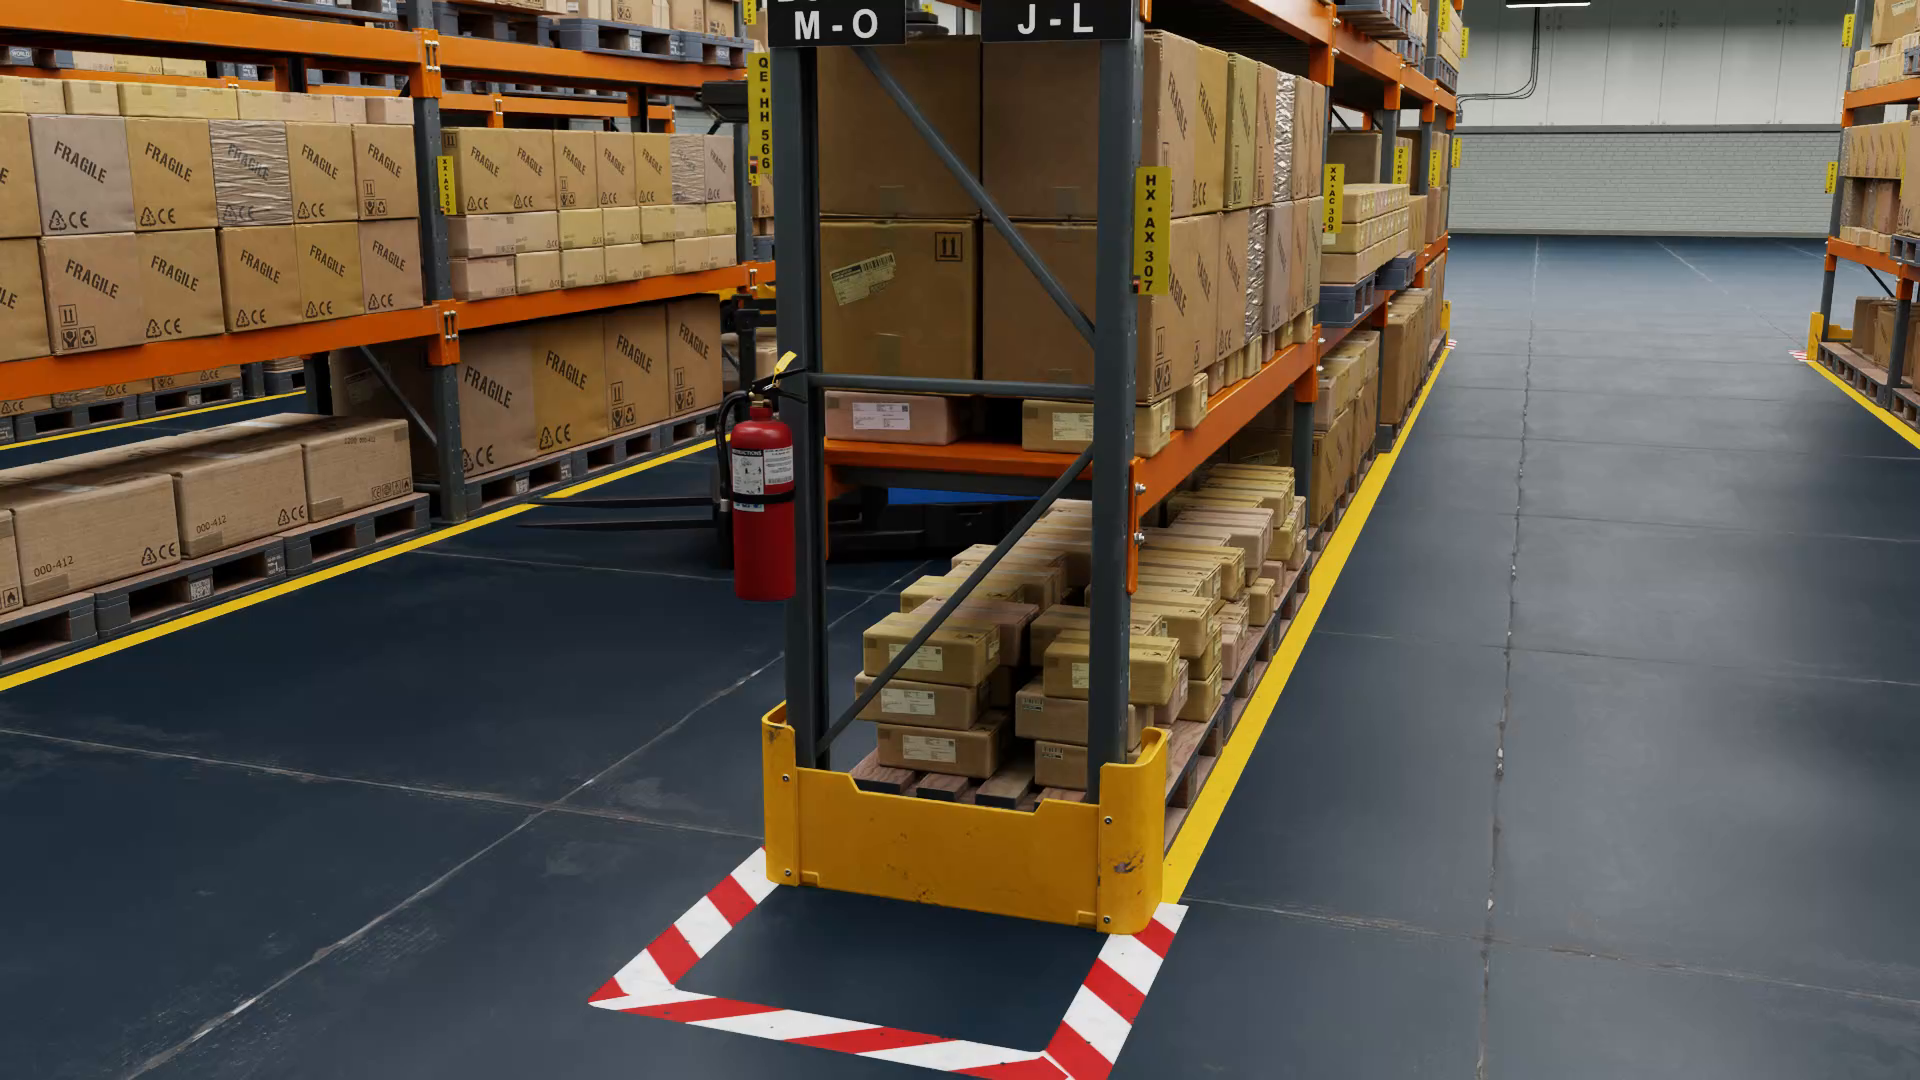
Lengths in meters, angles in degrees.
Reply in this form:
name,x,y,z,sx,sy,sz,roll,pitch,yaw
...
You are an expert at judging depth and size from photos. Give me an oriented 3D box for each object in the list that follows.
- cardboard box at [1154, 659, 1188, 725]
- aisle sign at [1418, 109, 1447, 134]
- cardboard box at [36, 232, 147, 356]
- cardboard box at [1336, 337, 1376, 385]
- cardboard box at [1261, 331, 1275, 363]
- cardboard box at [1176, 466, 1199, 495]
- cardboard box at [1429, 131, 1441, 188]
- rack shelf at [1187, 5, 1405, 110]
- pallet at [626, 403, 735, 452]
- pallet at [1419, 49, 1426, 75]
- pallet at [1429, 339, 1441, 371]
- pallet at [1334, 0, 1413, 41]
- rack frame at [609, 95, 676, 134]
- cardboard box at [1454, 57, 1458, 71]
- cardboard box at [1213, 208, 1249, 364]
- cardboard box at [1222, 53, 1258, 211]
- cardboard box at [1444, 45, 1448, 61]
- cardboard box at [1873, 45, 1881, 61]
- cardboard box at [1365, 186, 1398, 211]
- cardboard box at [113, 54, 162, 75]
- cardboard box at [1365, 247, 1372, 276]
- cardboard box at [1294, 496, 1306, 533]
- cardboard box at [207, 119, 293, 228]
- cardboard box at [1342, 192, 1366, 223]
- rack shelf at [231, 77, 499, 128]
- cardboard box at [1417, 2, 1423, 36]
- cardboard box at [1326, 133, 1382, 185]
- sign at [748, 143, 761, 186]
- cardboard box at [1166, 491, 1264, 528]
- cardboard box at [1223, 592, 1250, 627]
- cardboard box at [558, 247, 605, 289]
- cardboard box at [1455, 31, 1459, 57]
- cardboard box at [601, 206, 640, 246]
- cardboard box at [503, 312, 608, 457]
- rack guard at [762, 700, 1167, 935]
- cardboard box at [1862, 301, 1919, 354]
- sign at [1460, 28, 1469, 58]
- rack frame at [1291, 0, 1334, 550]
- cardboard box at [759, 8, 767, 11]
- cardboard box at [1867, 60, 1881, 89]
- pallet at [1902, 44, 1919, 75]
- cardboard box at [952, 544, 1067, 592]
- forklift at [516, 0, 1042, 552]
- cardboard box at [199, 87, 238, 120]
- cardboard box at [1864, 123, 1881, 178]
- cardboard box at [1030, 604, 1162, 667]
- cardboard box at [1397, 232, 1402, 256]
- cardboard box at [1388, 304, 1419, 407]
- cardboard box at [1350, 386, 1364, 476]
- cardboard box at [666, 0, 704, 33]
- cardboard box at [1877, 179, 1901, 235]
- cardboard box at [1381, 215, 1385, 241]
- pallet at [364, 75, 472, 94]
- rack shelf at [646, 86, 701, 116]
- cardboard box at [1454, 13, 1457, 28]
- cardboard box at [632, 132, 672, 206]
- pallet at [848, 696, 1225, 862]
name,x,y,z,sx,sy,sz,roll,pitch,yaw
cardboard box,0.534,0.479,5.443,0.380,0.149,0.250,4,14,18
aisle sign,5.464,-5.045,19.010,0.394,0.787,0.004,4,14,18
cardboard box,-3.991,-1.094,7.317,0.500,0.500,0.500,4,14,18
cardboard box,2.442,-1.182,10.913,0.500,0.250,0.500,5,14,19
cardboard box,1.114,-0.833,6.959,0.380,0.149,0.250,4,13,16
cardboard box,0.967,-0.305,8.210,0.380,0.149,0.250,5,14,21
cardboard box,4.387,-3.845,16.830,0.875,0.550,0.550,4,14,18
rack shelf,1.921,-2.791,9.850,1.077,0.370,4.000,4,14,18
pallet,-2.474,-0.915,13.023,1.003,0.211,1.213,4,14,18
pallet,3.613,-4.115,14.465,0.805,0.209,1.217,4,13,16
pallet,4.576,-1.995,17.755,1.003,0.211,1.213,4,14,18
pallet,1.907,-2.970,9.439,1.213,0.211,1.003,4,14,18
rack frame,-4.258,-4.476,22.359,1.000,3.000,0.127,4,14,18
cardboard box,5.205,-5.176,18.082,0.380,0.149,0.250,5,14,19
cardboard box,0.706,-0.901,5.801,0.500,0.500,0.500,5,14,19
cardboard box,0.723,-1.387,5.684,0.500,0.500,0.500,4,13,17
cardboard box,4.547,-4.748,16.203,0.380,0.149,0.250,4,13,18
cardboard box,9.131,-4.736,16.196,0.380,0.149,0.250,4,14,18
cardboard box,2.509,-2.122,10.326,0.380,0.149,0.250,4,14,18
cardboard box,-6.944,-3.950,13.648,0.500,0.250,0.500,4,14,19
cardboard box,2.006,-1.501,8.945,0.380,0.149,0.250,4,14,19
cardboard box,1.473,-0.129,8.105,0.380,0.149,0.250,5,14,20
cardboard box,-3.661,-1.796,8.144,0.500,0.500,0.500,5,14,19
cardboard box,1.837,-1.680,8.392,0.380,0.149,0.250,5,14,21
rack shelf,-6.199,-4.325,16.570,1.077,0.370,4.000,4,14,18
cardboard box,3.504,-4.230,13.570,0.500,0.311,0.500,4,13,16
cardboard box,2.723,-2.730,12.237,0.700,0.500,0.500,4,14,18
sign,-1.622,-2.960,13.116,0.100,0.325,0.005,4,14,18
cardboard box,1.129,-0.111,7.358,0.380,0.149,0.250,5,14,20
cardboard box,0.987,0.302,6.886,0.380,0.149,0.250,5,14,19
cardboard box,-2.703,-1.809,11.012,0.500,0.250,0.500,4,14,18
cardboard box,5.100,-5.344,17.919,0.500,0.250,0.500,4,14,19
cardboard box,-2.541,-2.159,11.419,0.500,0.250,0.500,4,13,17
cardboard box,-3.032,-1.089,11.349,0.875,0.875,0.875,5,14,20
rack guard,0.005,0.787,4.917,1.175,0.500,0.348,4,14,18
cardboard box,9.438,-2.134,16.769,0.500,0.500,0.500,9,15,33
sign,5.666,-5.598,18.721,0.100,0.325,0.005,4,14,18
rack frame,1.274,-1.258,8.258,1.000,3.000,0.127,4,14,18
cardboard box,-1.574,-4.915,15.812,0.500,0.250,0.500,4,13,17
cardboard box,9.092,-4.500,16.057,0.500,0.250,0.500,4,14,18
pallet,8.223,-3.813,13.132,1.213,0.211,1.003,4,14,18
cardboard box,0.189,0.127,6.318,0.380,0.149,0.250,5,14,20
forklift,-0.912,-1.413,9.094,3.031,2.935,1.130,-2,13,-9
cardboard box,-3.714,-2.093,7.988,0.380,0.149,0.250,4,13,17
cardboard box,8.897,-3.675,15.710,0.500,0.500,0.500,4,14,18
cardboard box,0.446,0.327,5.441,0.380,0.149,0.250,5,14,19
cardboard box,2.679,-1.939,10.864,0.380,0.149,0.250,5,14,19
cardboard box,3.130,-1.514,13.493,1.050,0.750,0.750,5,14,19
cardboard box,2.276,-0.707,10.520,0.500,0.500,0.500,4,13,16
cardboard box,-2.289,-3.929,12.052,0.700,0.500,0.500,4,13,16
cardboard box,8.989,-3.063,15.275,0.875,0.500,0.500,4,14,18
cardboard box,2.257,-1.812,9.637,0.380,0.149,0.250,4,13,17
pallet,-5.825,-4.817,17.539,0.805,0.209,1.217,4,13,16
rack shelf,-1.501,-3.968,15.008,1.077,0.370,4.000,4,14,18
cardboard box,4.957,-5.404,17.285,0.380,0.149,0.250,4,13,18
cardboard box,-2.393,-2.631,11.803,0.500,0.500,0.500,4,14,18
pallet,0.301,0.759,5.687,1.003,0.211,1.213,4,14,18
